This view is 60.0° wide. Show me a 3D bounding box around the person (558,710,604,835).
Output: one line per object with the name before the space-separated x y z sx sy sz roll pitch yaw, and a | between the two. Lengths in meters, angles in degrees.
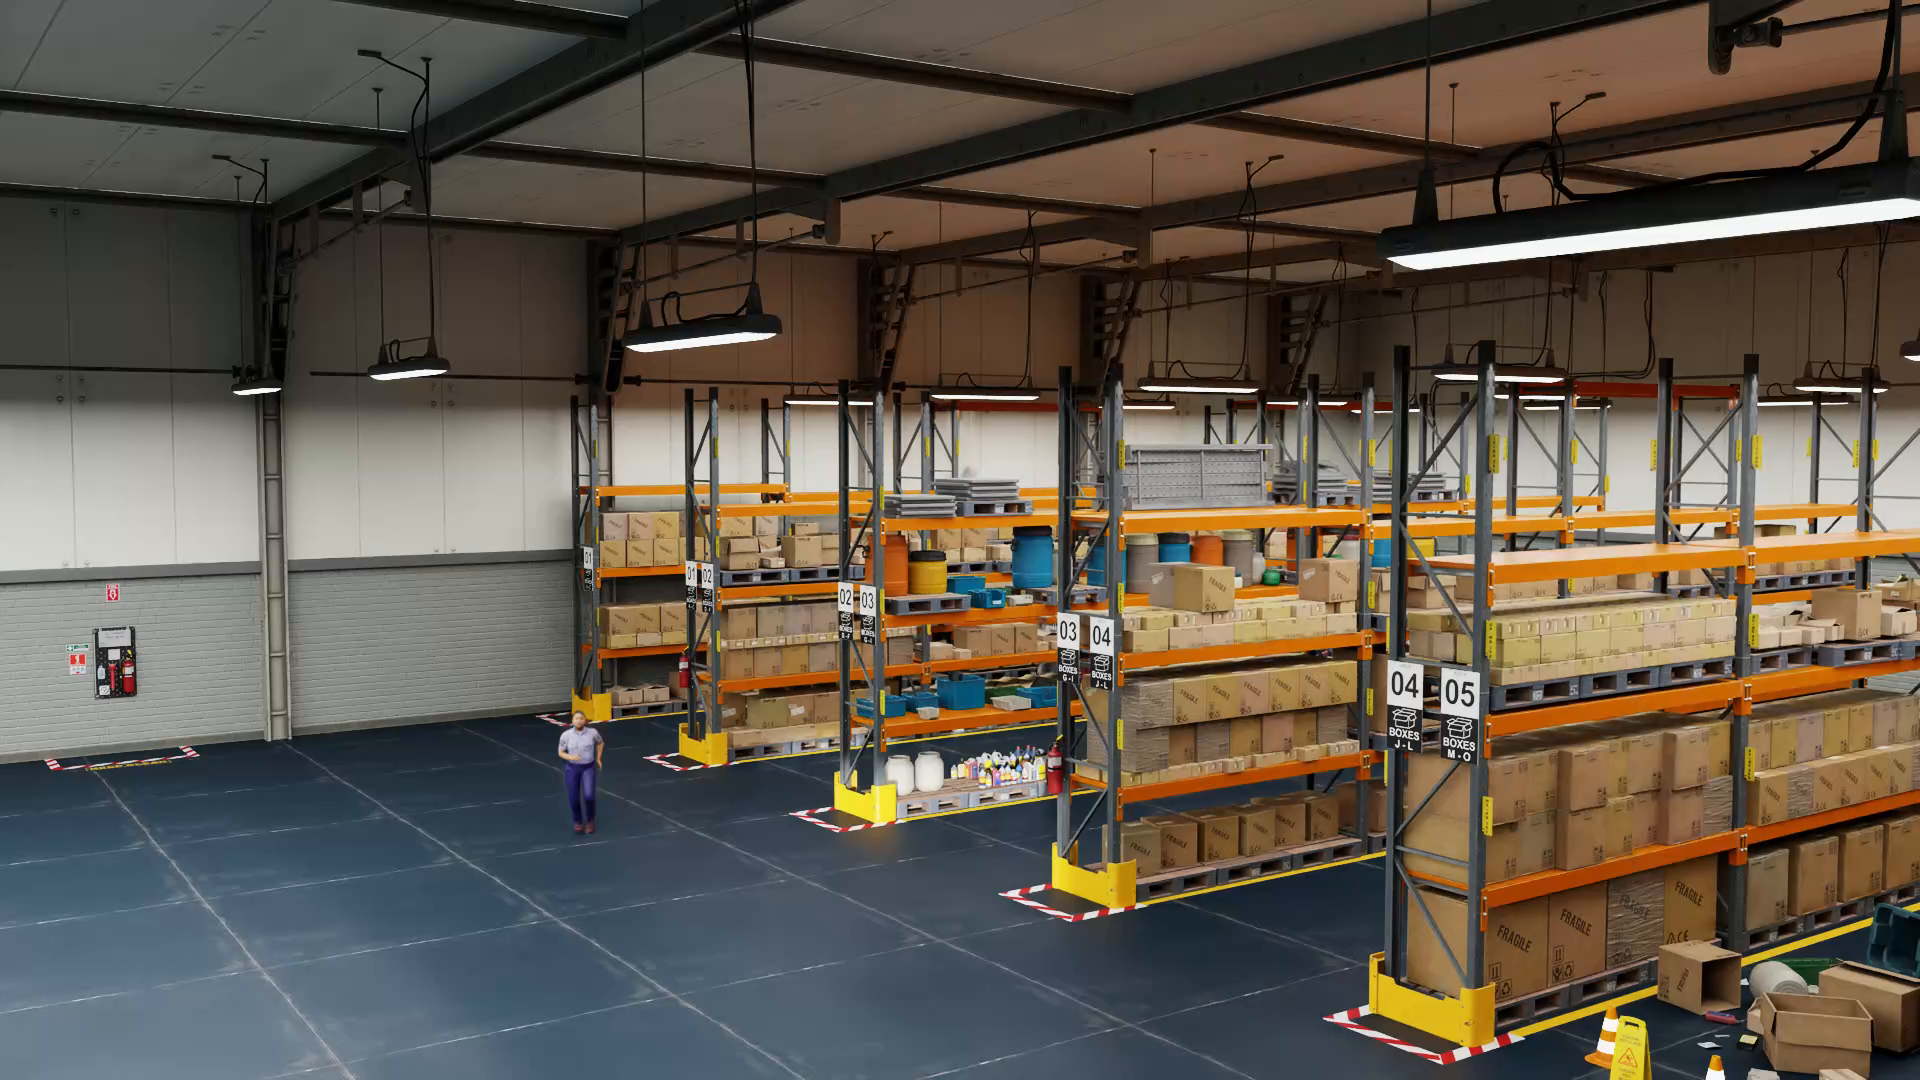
person | -4.947 3.045 21.717 0.579 1.617 0.643 -1 4 -12

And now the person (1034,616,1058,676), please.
person | 1.665 2.300 32.953 0.868 1.819 0.616 -3 4 -38

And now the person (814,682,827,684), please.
person | -2.459 2.450 30.901 0.670 1.752 0.611 3 5 42
